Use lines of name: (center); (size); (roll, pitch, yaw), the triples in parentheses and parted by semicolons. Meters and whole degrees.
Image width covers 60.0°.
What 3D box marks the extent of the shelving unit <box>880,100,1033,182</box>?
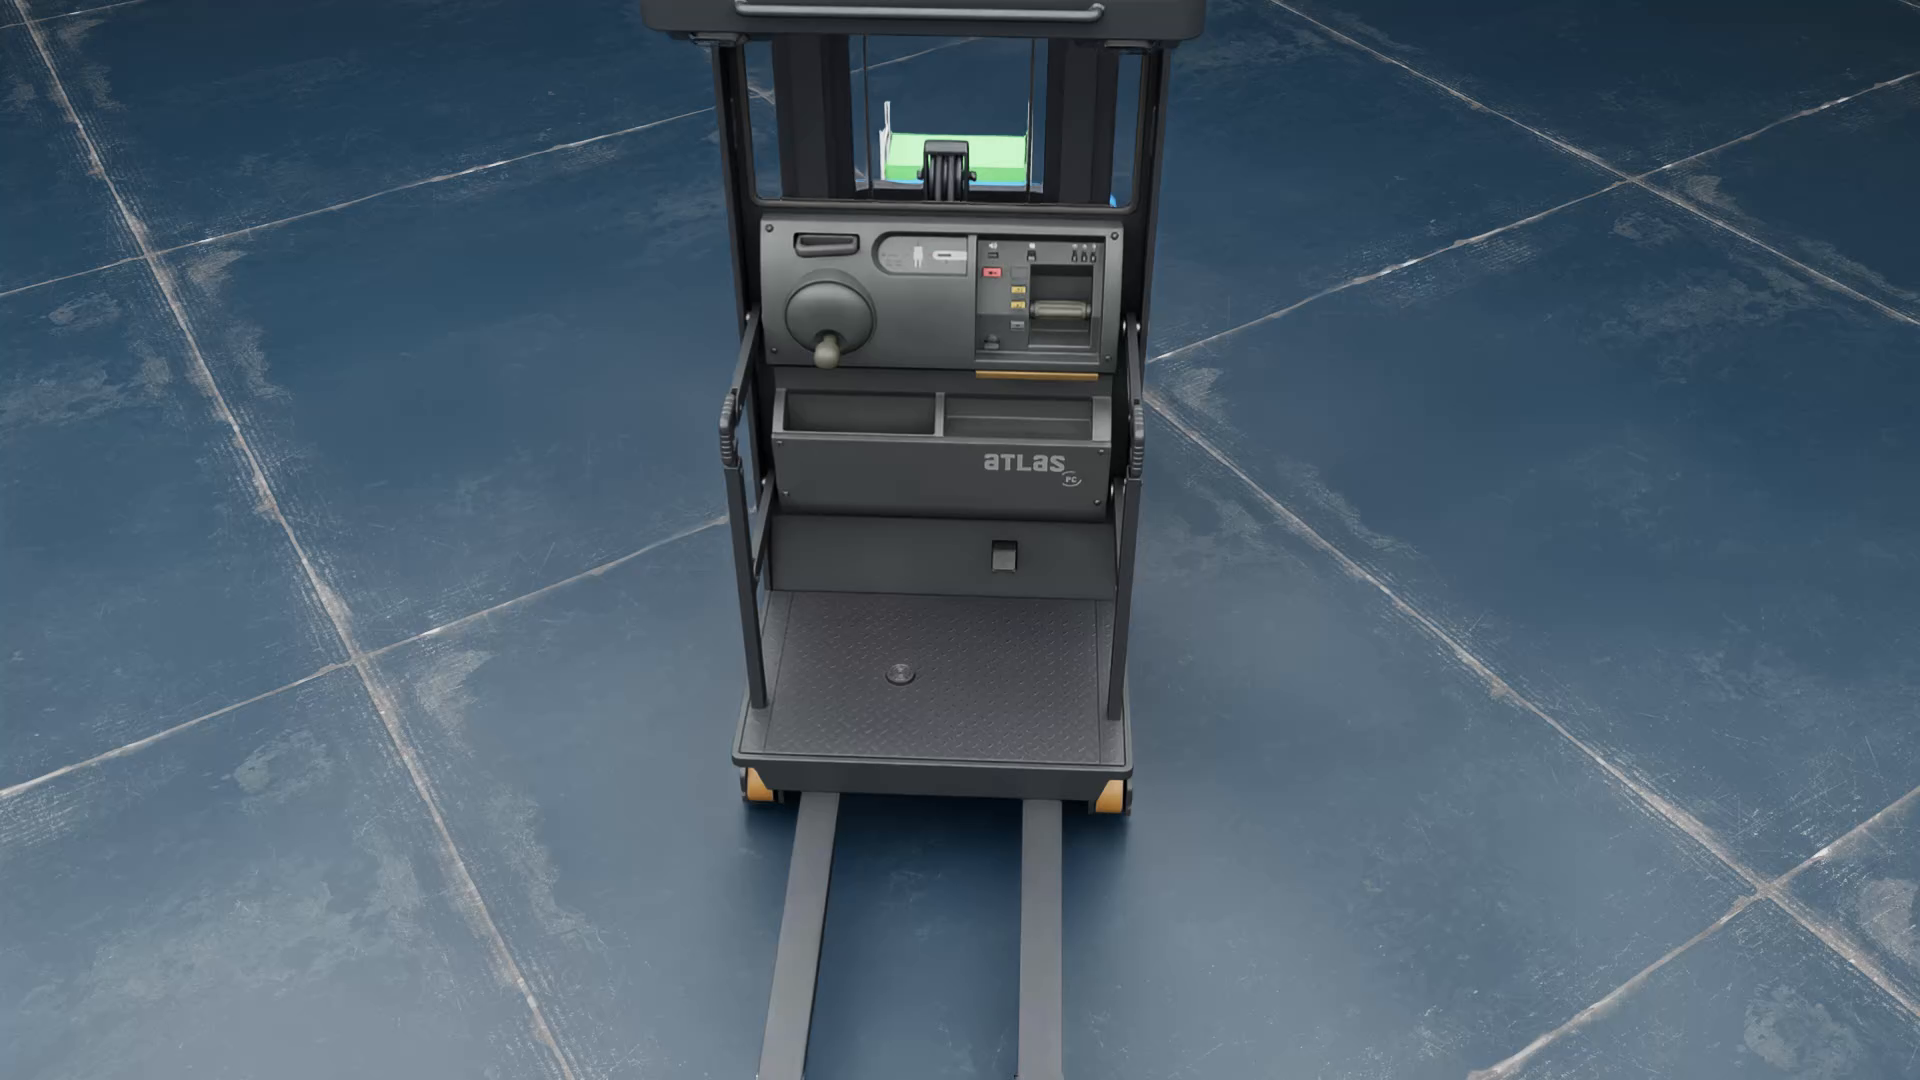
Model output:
shelving unit: (-0.008, -0.956, 5.957); (0.503, 1.200, 0.258); (2, 39, 2)

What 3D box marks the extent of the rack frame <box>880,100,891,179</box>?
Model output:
rack frame: (-0.252, -0.963, 5.965); (0.015, 1.200, 0.240); (2, 39, 2)

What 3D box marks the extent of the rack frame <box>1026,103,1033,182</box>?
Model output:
rack frame: (0.235, -0.949, 5.949); (0.015, 1.200, 0.240); (2, 39, 2)

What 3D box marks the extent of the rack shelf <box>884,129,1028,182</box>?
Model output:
rack shelf: (-0.008, -1.279, 5.695); (0.480, 0.148, 0.258); (2, 39, 2)

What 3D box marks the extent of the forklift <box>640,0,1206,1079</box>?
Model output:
forklift: (-0.056, -0.553, 4.124); (1.130, 2.935, 3.031); (2, 40, 2)
